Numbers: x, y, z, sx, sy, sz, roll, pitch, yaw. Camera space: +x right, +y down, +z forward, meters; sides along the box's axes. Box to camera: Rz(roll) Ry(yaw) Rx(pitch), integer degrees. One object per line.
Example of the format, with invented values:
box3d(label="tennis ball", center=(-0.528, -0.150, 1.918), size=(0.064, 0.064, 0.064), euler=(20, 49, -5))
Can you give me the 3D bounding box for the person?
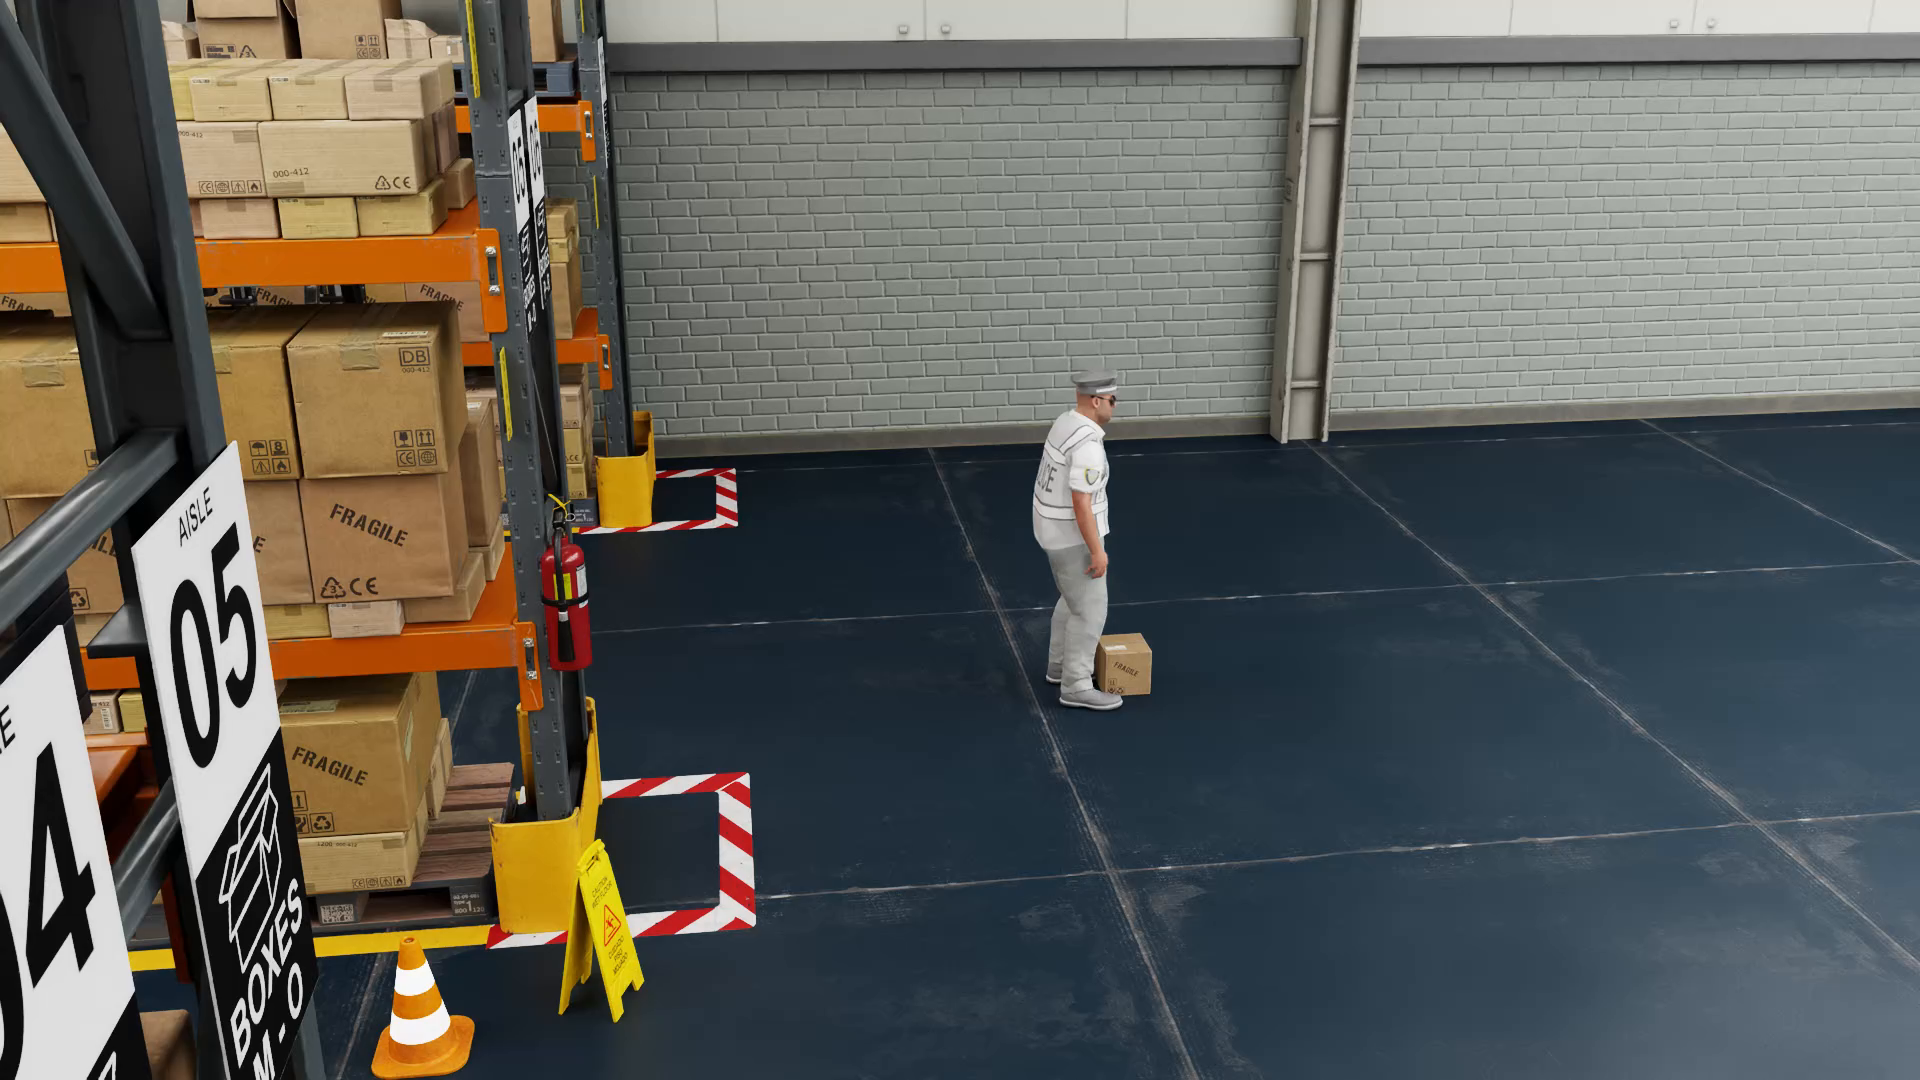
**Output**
box3d(label="person", center=(0.605, -0.021, 8.617), size=(0.434, 1.749, 0.585), euler=(-3, 20, -8))
